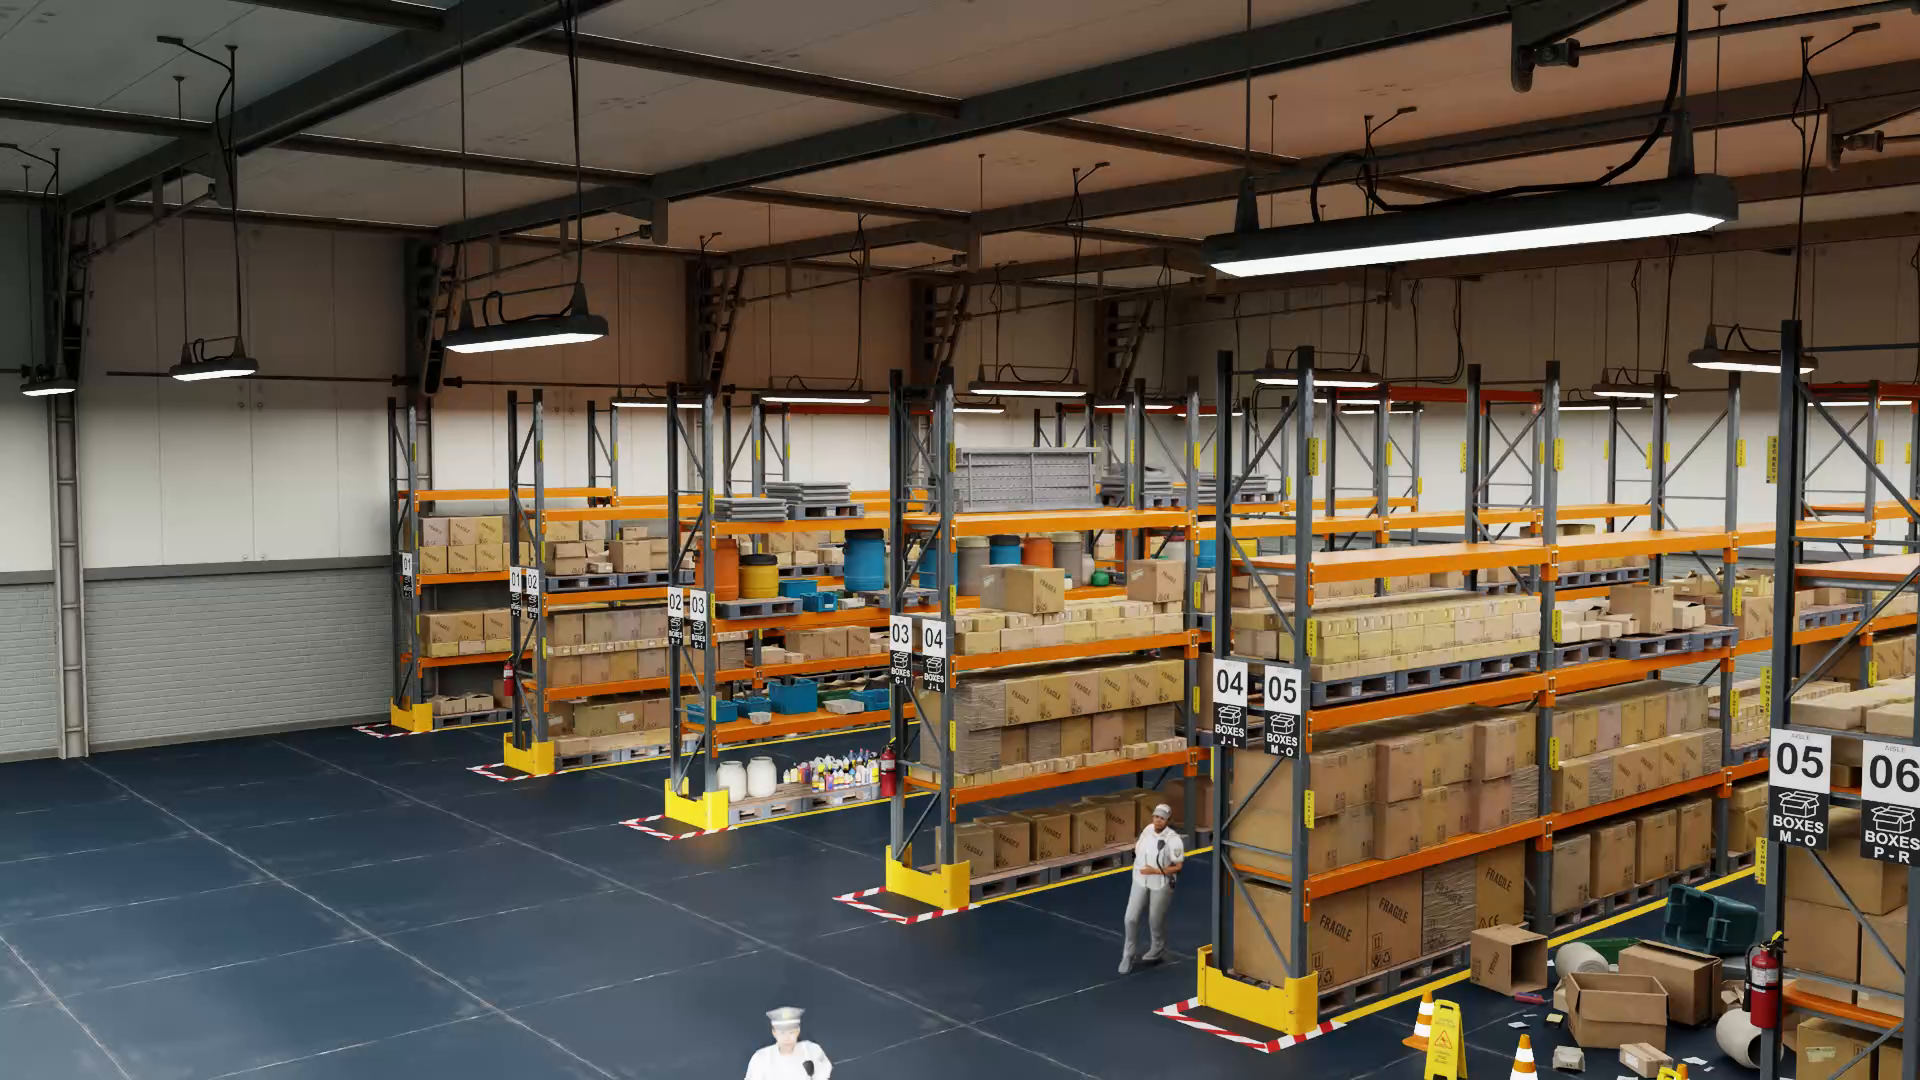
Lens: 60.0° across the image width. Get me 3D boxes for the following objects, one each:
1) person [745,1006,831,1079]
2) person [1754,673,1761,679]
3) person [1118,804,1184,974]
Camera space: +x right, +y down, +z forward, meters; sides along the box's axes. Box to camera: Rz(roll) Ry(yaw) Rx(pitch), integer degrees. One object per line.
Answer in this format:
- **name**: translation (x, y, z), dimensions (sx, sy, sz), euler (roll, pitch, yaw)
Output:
- **person**: translation (-1.079, 3.703, 10.363), dimensions (0.574, 1.707, 0.896), euler (0, 3, -7)
- **person**: translation (12.274, 2.867, 25.481), dimensions (0.897, 1.682, 0.625), euler (-2, 4, -34)
- **person**: translation (1.930, 3.409, 16.287), dimensions (0.609, 1.703, 0.679), euler (2, 4, 31)
